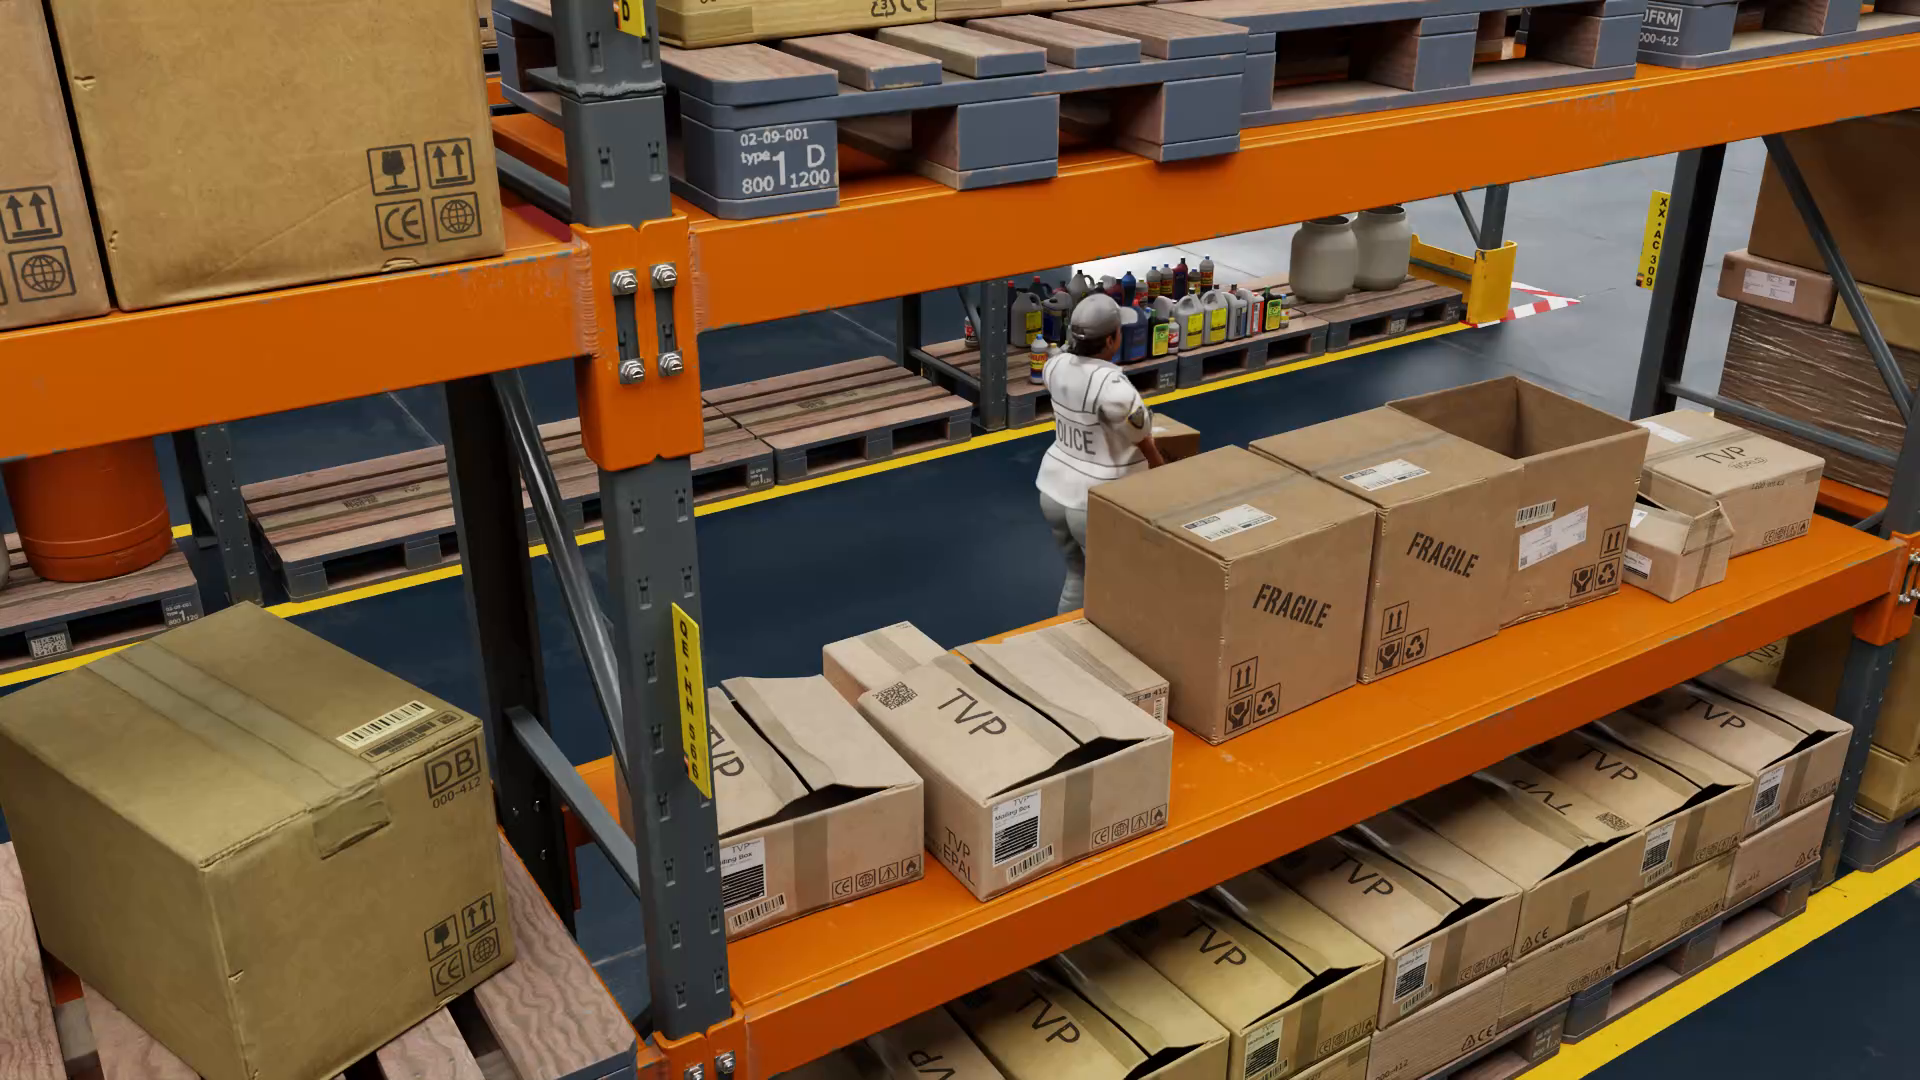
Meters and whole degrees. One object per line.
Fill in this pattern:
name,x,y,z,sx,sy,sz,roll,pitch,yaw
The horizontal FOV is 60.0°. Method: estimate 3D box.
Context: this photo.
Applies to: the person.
person,0.576,-0.157,6.450,0.542,1.663,0.452,-16,30,-30
